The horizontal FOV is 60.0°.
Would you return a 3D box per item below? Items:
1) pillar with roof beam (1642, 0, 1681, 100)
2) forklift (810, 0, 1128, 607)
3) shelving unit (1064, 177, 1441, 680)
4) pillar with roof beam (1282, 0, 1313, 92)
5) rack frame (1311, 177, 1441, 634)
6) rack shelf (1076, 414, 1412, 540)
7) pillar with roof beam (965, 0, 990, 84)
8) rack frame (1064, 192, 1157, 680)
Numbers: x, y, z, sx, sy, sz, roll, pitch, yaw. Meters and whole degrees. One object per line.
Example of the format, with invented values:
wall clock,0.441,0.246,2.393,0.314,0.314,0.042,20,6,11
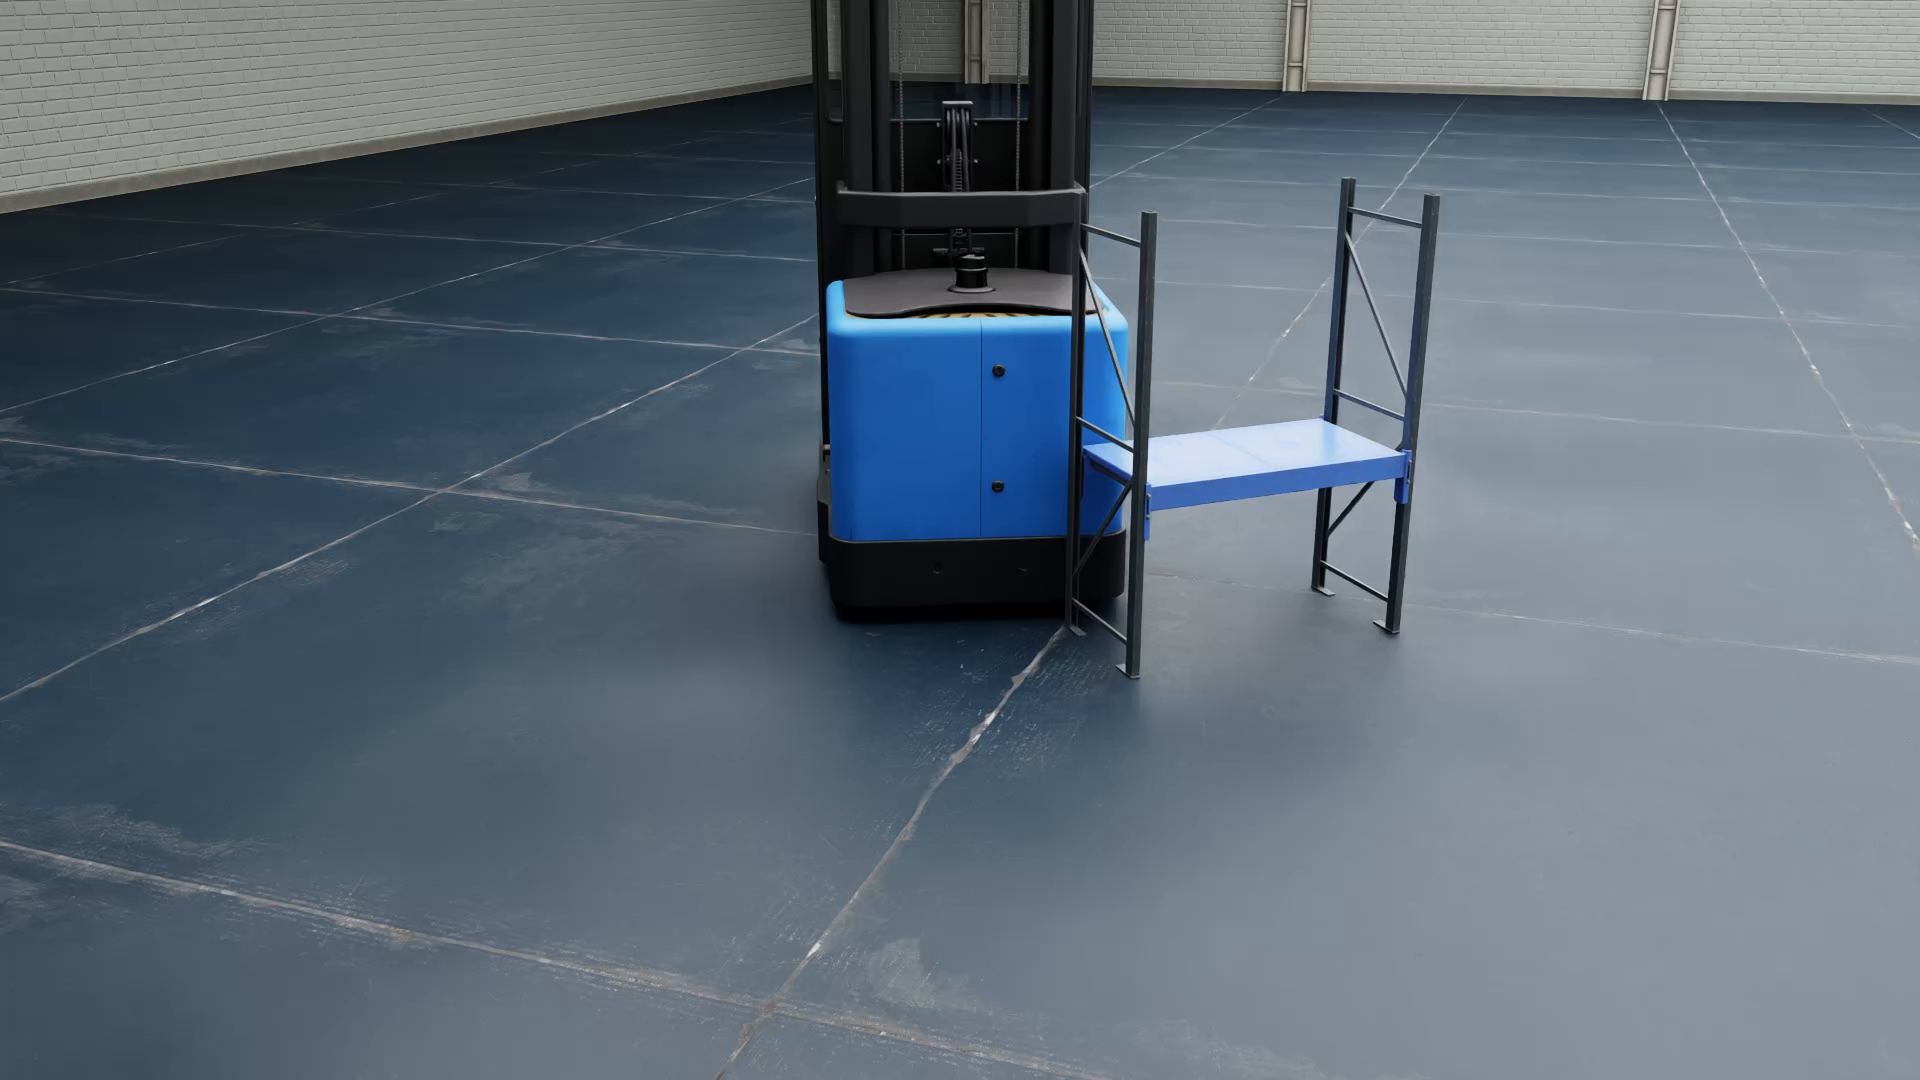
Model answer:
pillar with roof beam,10.245,-10.307,22.589,0.400,9.000,9.100,7,20,18
forklift,-0.051,-1.589,6.798,1.130,2.935,3.031,-2,19,-4
shelving unit,0.945,-0.396,5.549,1.048,1.500,0.538,-8,21,-21
pillar with roof beam,4.578,-10.955,24.448,0.400,9.000,9.100,7,20,18
rack frame,1.415,-0.459,5.731,0.032,1.500,0.500,-8,21,-21
rack shelf,0.945,-0.226,5.608,1.000,0.185,0.538,-8,21,-21
pillar with roof beam,-1.090,-11.603,26.307,0.400,9.000,9.100,7,20,18
rack frame,0.475,-0.332,5.367,0.032,1.500,0.500,-8,21,-21
